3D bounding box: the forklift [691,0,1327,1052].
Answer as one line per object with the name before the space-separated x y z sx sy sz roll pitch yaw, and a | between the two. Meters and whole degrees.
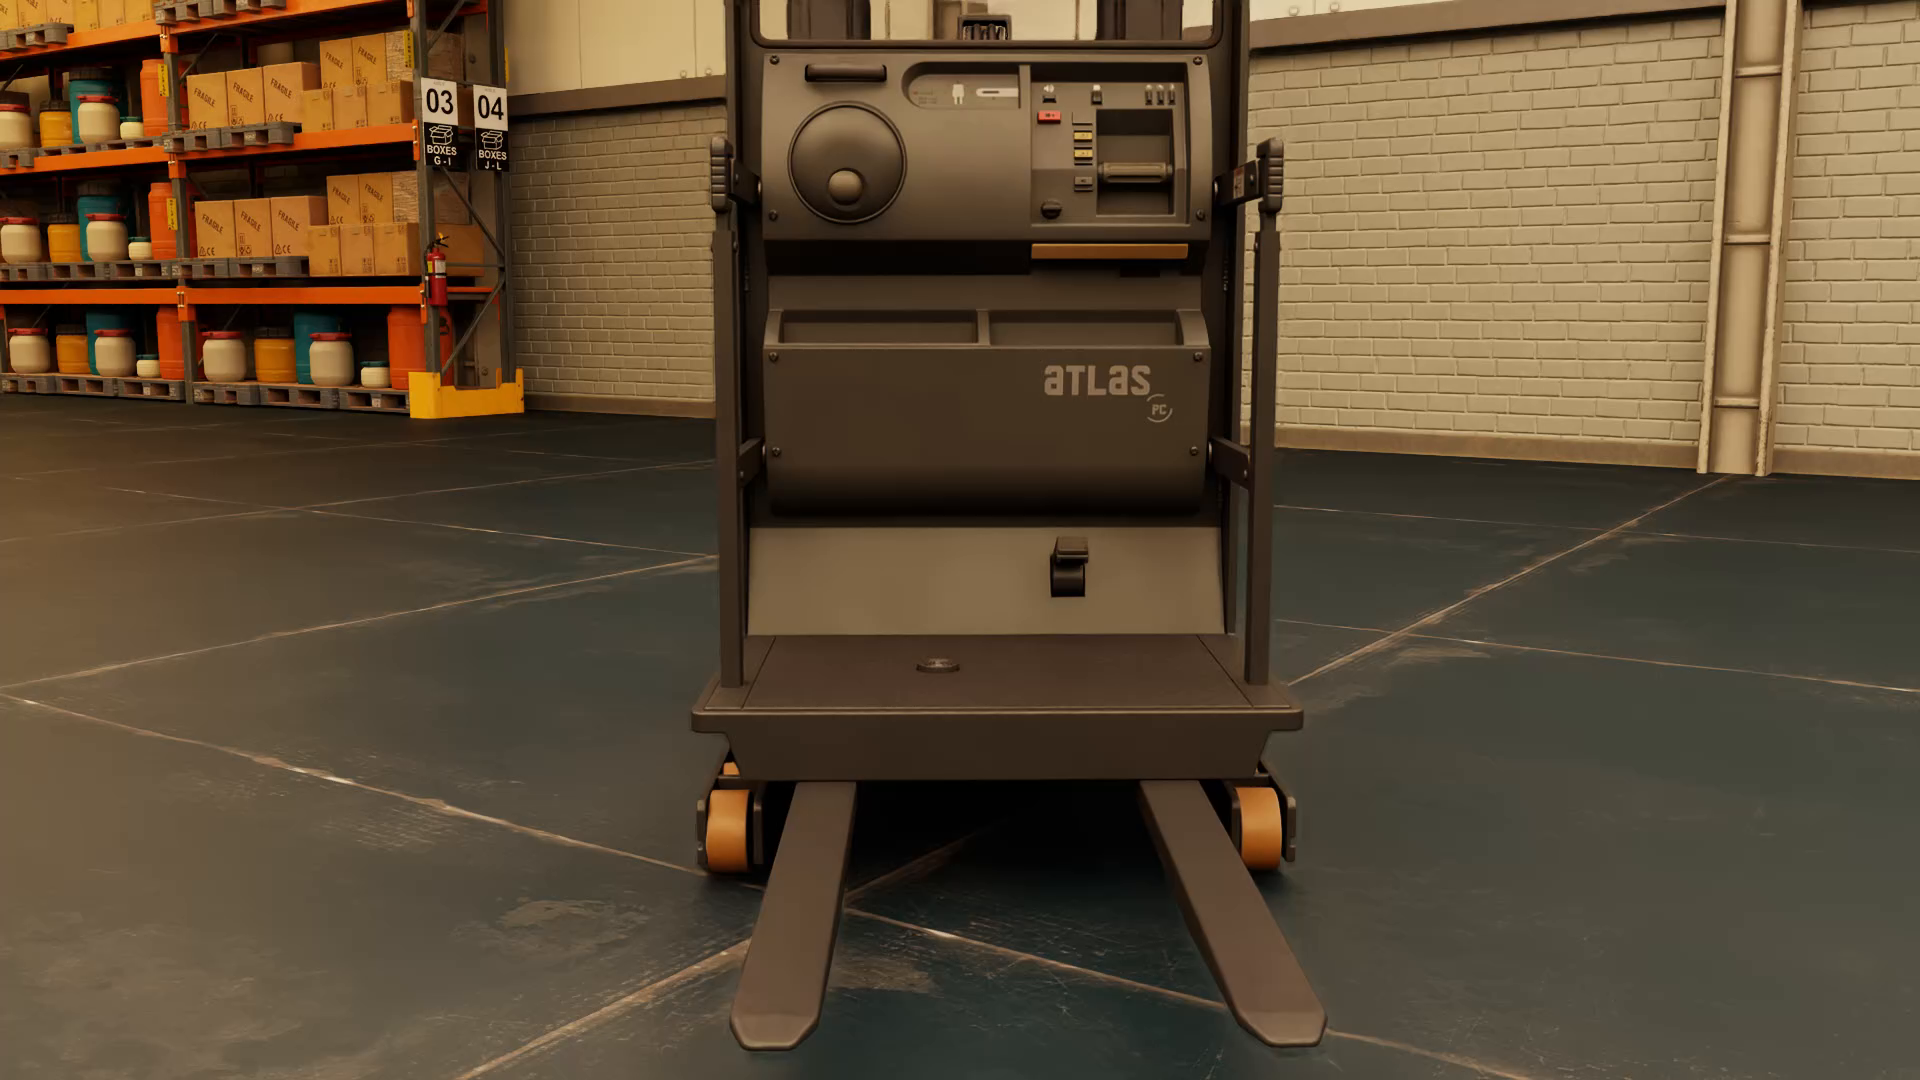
forklift | 0.061 -0.861 3.245 1.130 2.935 3.031 0 8 -1
